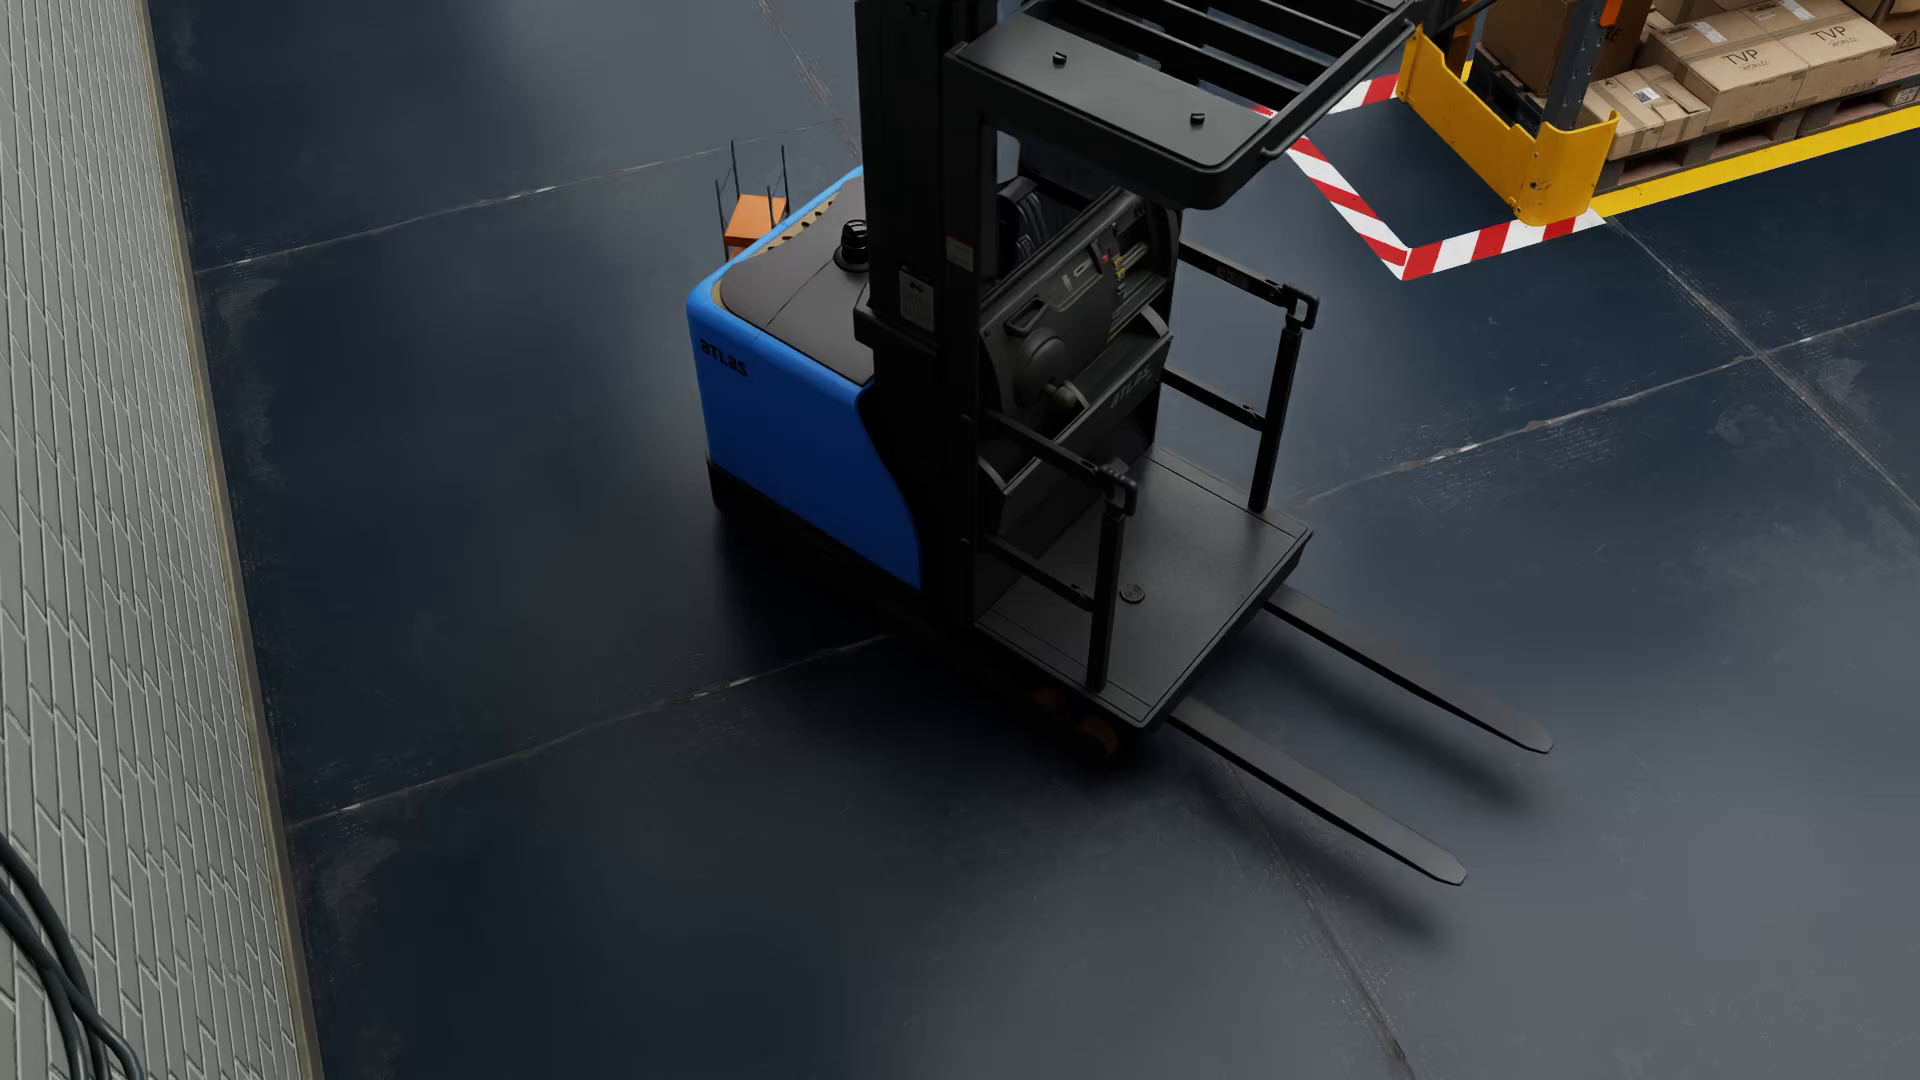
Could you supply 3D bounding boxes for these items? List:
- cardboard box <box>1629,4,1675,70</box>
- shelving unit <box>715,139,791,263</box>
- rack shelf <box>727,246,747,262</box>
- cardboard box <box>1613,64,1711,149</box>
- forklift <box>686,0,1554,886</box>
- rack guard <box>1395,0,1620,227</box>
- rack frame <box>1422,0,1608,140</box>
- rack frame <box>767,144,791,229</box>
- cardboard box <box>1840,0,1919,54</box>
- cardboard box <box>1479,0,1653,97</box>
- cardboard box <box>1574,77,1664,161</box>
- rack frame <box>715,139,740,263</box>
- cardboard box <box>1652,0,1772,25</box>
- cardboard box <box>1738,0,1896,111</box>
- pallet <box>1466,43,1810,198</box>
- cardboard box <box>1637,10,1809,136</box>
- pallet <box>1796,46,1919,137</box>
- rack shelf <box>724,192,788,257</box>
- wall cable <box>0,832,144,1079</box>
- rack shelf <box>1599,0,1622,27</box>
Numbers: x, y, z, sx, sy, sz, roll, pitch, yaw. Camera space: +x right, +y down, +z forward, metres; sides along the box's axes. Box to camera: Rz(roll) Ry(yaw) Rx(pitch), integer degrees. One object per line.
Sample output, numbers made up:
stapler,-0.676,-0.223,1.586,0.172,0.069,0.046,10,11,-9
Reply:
cardboard box,3.236,-2.407,7.917,0.250,0.166,0.380,-17,52,-14
shelving unit,-0.733,-0.928,6.256,0.189,1.200,0.258,7,50,6
rack shelf,-0.733,-1.055,6.108,0.180,0.103,0.258,7,50,6
cardboard box,3.165,-1.976,7.547,0.250,0.166,0.380,-17,52,-14
forklift,0.535,-0.667,4.891,3.031,2.935,1.130,31,56,24
rack guard,2.487,-2.012,7.649,0.348,0.500,1.175,-17,52,-14
rack frame,2.416,-2.805,6.681,0.127,3.000,1.000,-17,52,-14
rack frame,-0.642,-0.917,6.247,0.006,1.200,0.240,7,50,6
cardboard box,4.382,-2.740,7.981,0.637,0.503,0.797,-17,52,-14
cardboard box,2.827,-2.463,7.745,0.500,0.500,0.500,-17,52,-14
cardboard box,2.934,-1.898,7.492,0.250,0.149,0.380,-17,52,-14
rack frame,-0.823,-0.939,6.265,0.006,1.200,0.240,7,50,6
cardboard box,3.717,-2.633,8.056,0.500,0.250,0.500,-17,52,-14
cardboard box,3.953,-2.296,7.767,0.500,0.250,0.500,-17,52,-14
pallet,3.224,-2.147,7.955,1.213,0.211,1.003,-17,52,-14
cardboard box,3.490,-2.152,7.644,0.500,0.250,0.500,-17,52,-14
pallet,4.352,-2.494,8.253,1.213,0.211,1.003,-17,52,-14
rack shelf,-0.733,-1.134,6.017,0.180,0.103,0.258,7,50,6
wall cable,-1.078,1.102,1.419,0.112,2.526,3.097,-17,52,-14
rack shelf,4.268,-3.144,7.447,4.000,0.370,1.077,-17,52,-14
